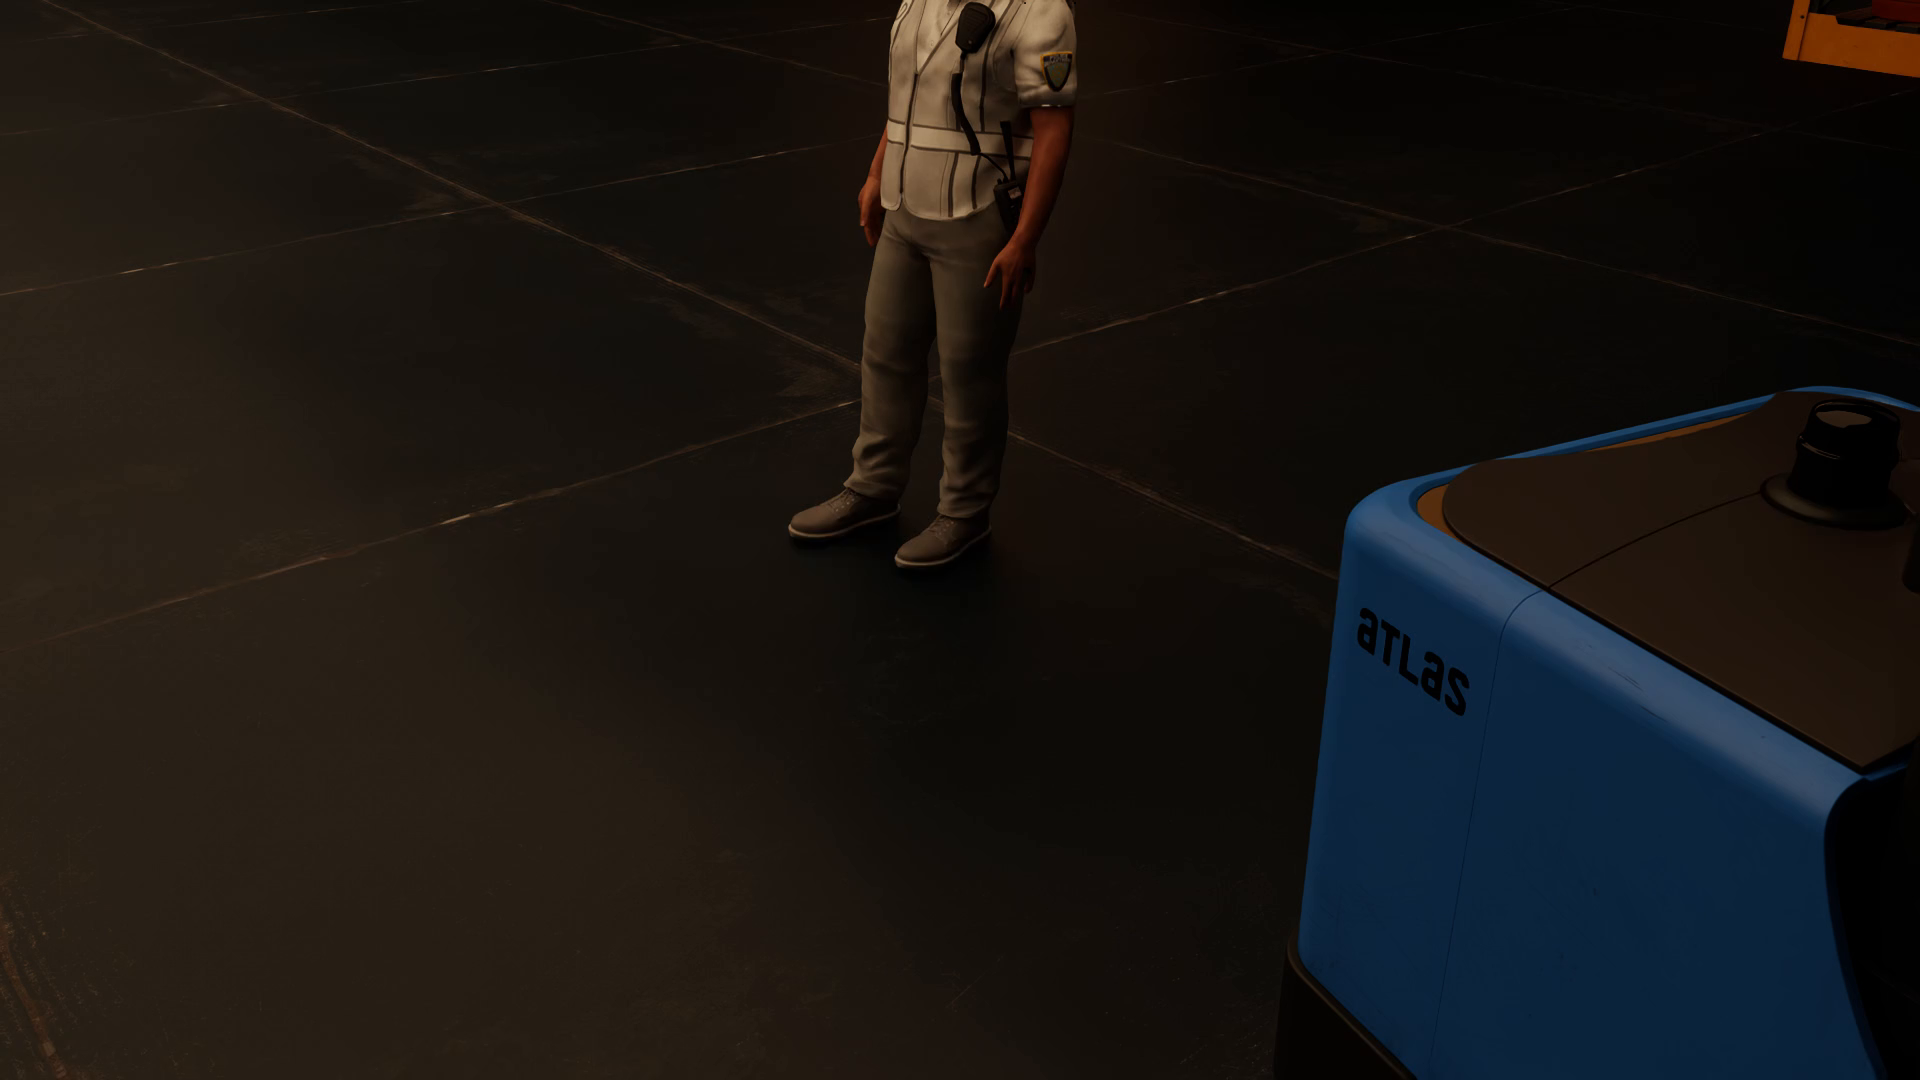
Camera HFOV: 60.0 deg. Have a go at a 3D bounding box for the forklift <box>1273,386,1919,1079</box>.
[{"bbox_3d":[1.608,0.073,1.056,1.130,2.935,3.031,-13,29,-24],"label":"forklift"}]

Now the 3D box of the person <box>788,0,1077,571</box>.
[{"bbox_3d":[-0.067,-0.787,4.064,0.574,1.781,0.641,-20,33,-35],"label":"person"}]
